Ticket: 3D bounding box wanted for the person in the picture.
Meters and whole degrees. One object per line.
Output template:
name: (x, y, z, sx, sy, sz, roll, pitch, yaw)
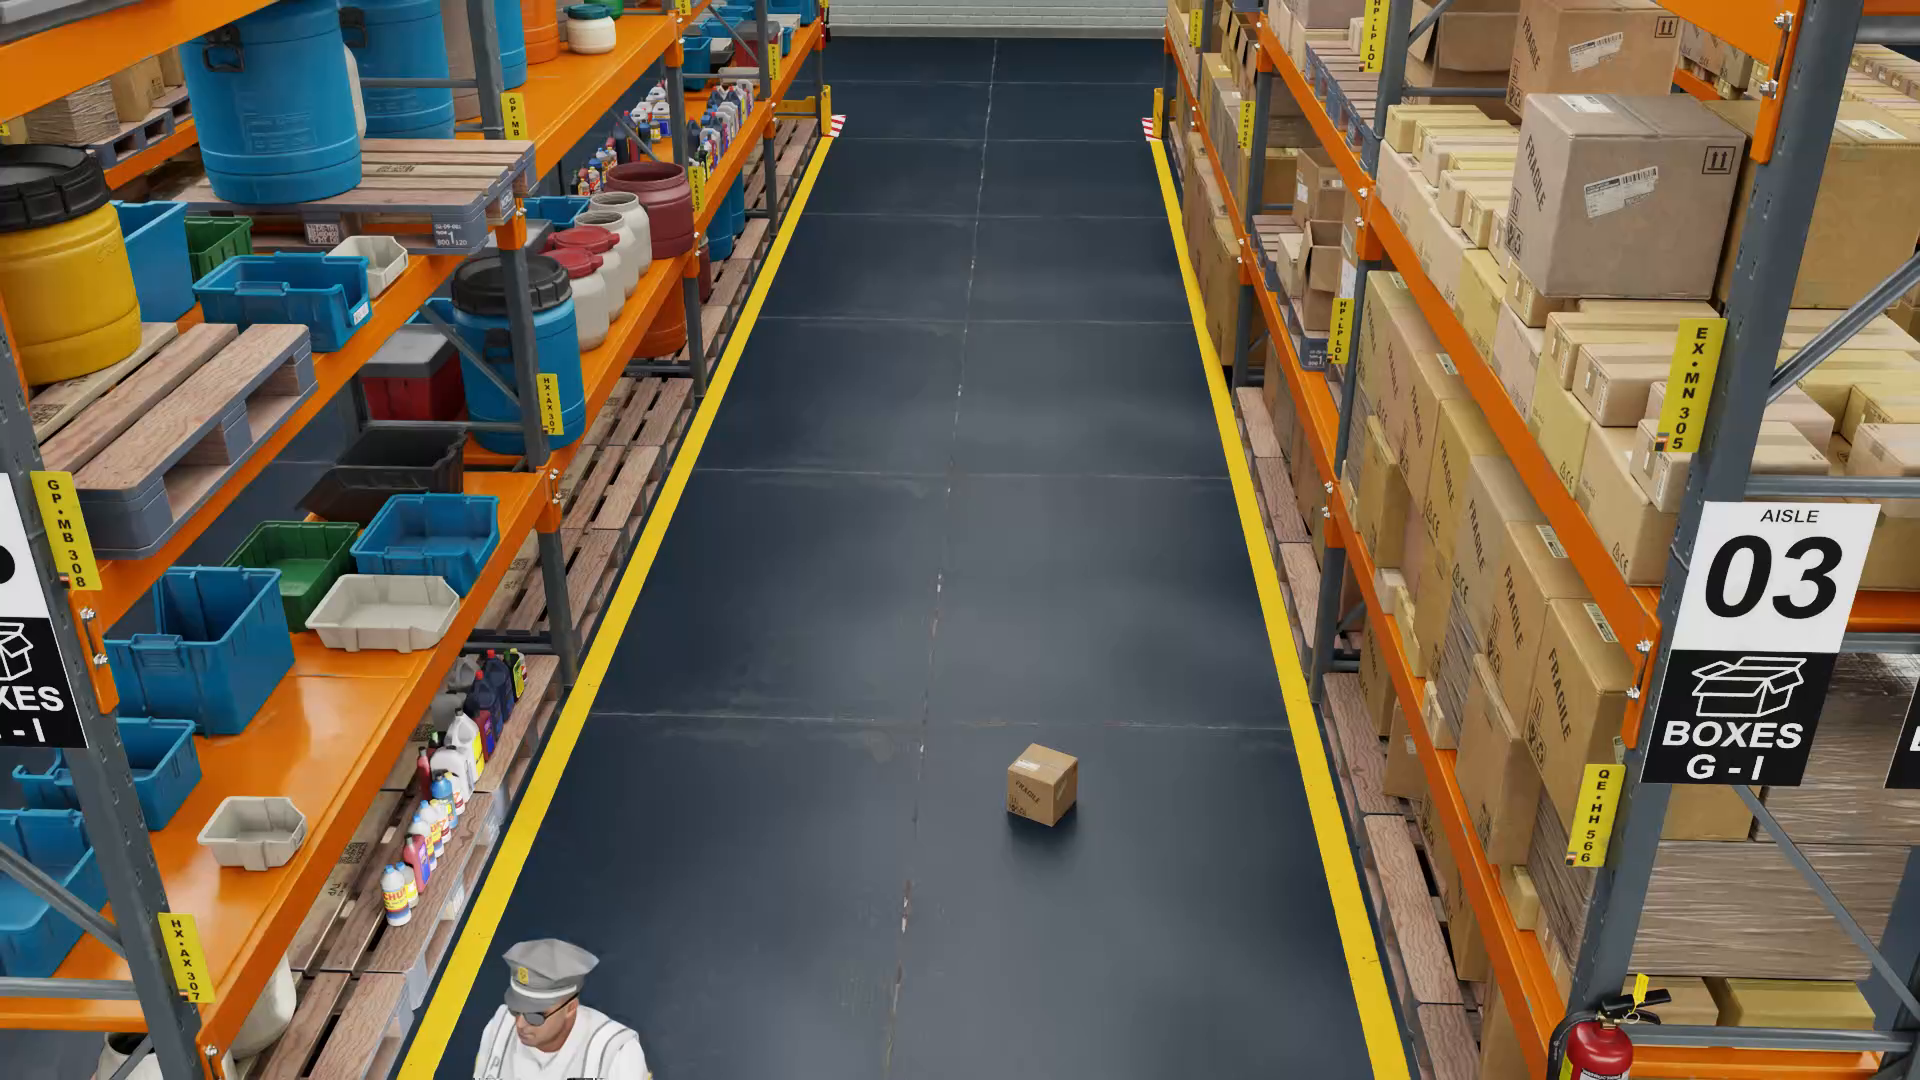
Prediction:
person: (-1.164, 1.956, 4.923, 0.588, 1.852, 0.553, 11, 30, 20)
